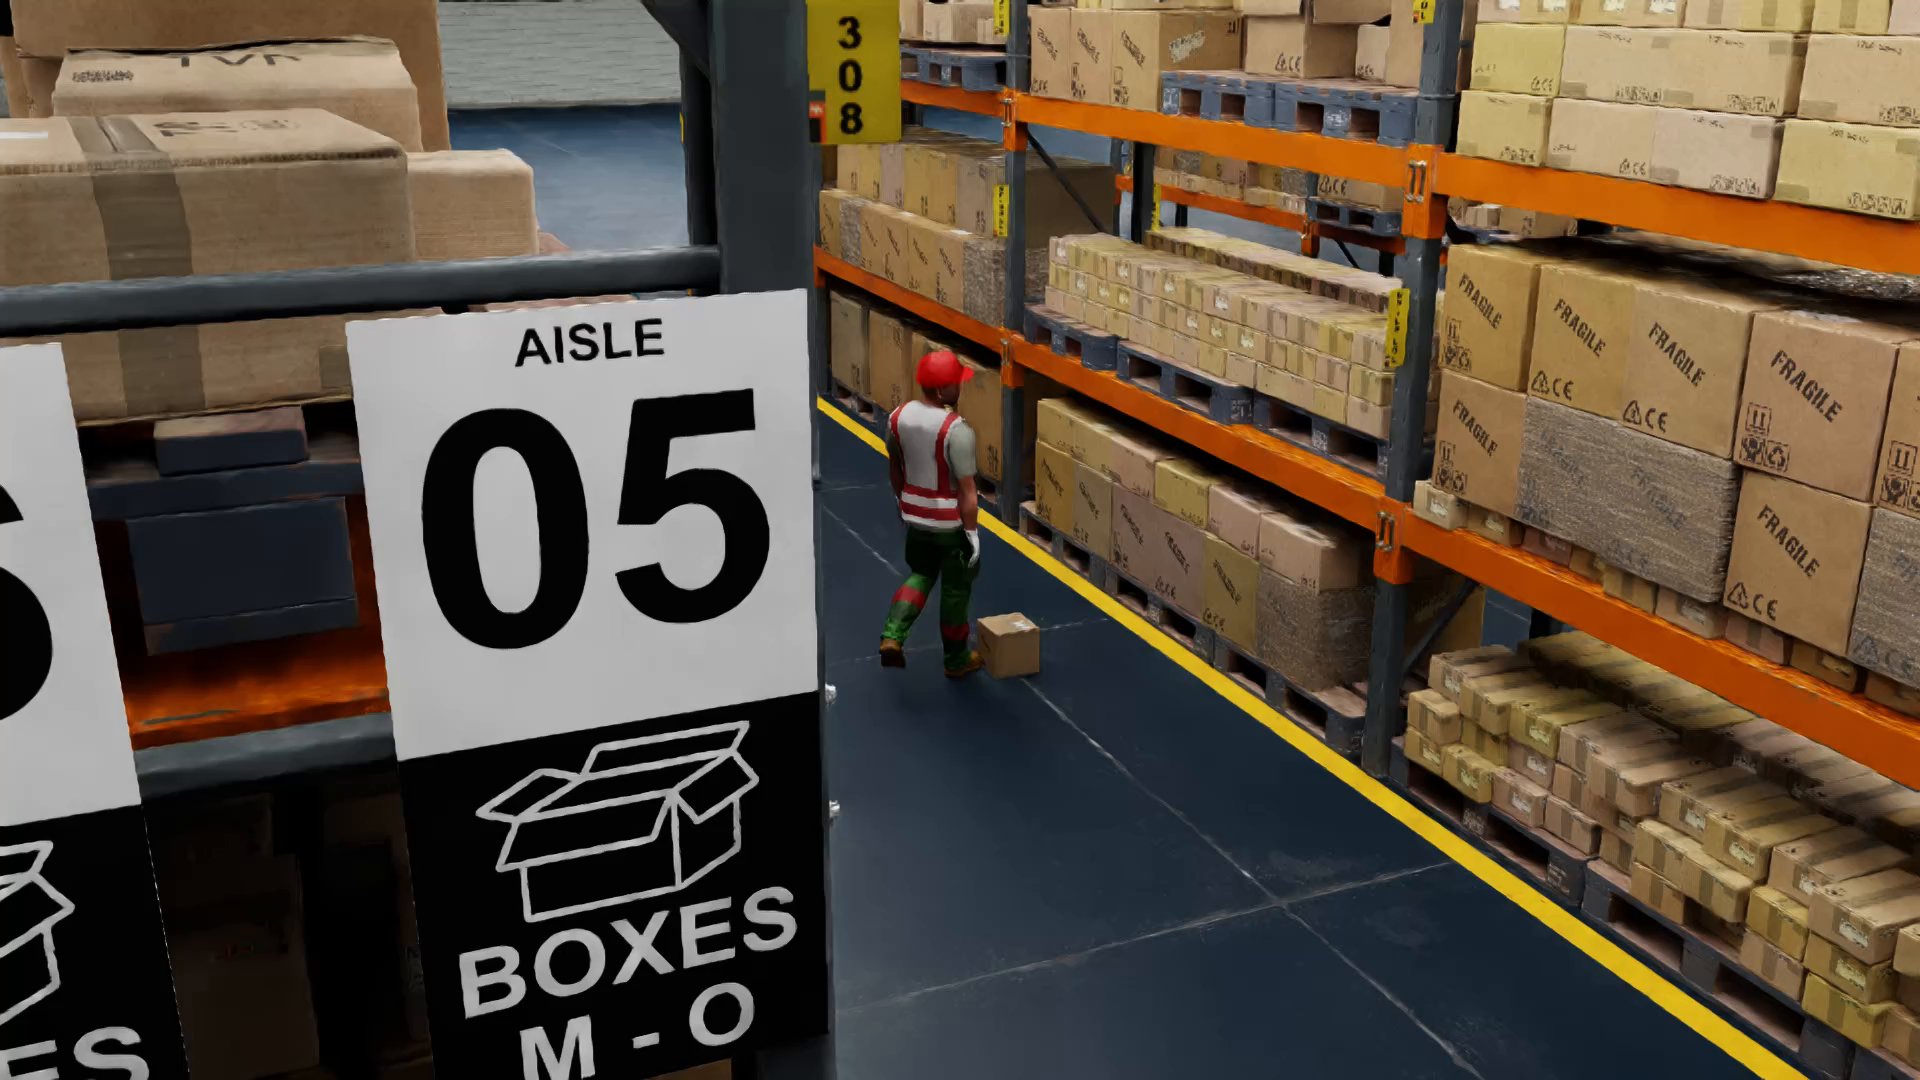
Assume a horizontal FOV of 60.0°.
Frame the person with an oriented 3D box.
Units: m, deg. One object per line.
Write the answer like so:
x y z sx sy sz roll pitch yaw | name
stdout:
-0.106 -0.107 8.343 0.598 1.773 0.710 13 23 34 | person
